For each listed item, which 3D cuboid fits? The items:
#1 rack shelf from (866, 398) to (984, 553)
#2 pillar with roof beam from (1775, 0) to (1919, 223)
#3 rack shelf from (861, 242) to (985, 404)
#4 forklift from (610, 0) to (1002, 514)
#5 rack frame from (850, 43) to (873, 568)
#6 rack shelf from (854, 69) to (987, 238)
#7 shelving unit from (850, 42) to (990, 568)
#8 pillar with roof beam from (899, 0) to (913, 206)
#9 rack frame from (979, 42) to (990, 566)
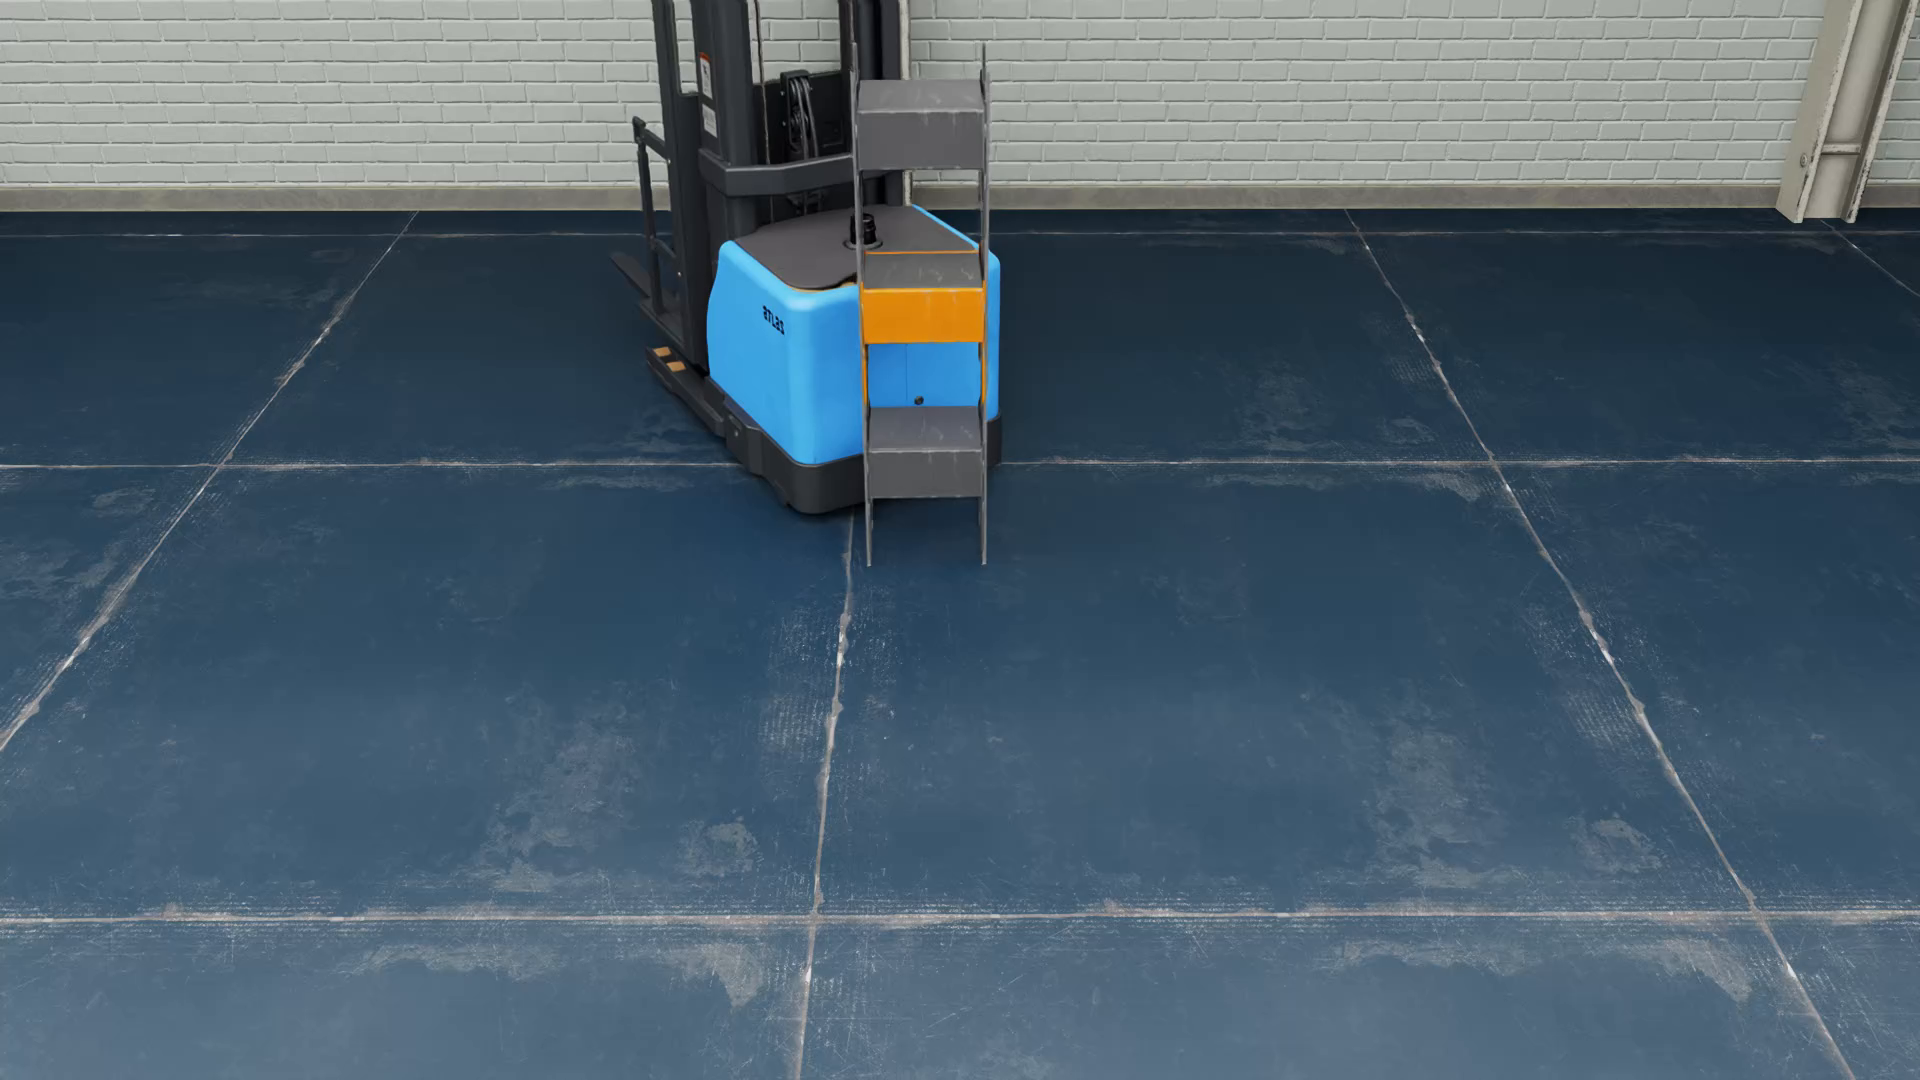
[{"bbox_3d":[-0.147,-0.277,7.057,0.480,0.518,0.431,-1,31,-1],"label":"rack shelf"},{"bbox_3d":[5.525,-3.712,4.693,0.400,9.000,9.100,0,31,0],"label":"pillar with roof beam"},{"bbox_3d":[-0.148,-0.876,6.695,0.480,0.518,0.431,-1,31,-1],"label":"rack shelf"},{"bbox_3d":[-0.971,-2.104,7.892,1.130,2.935,3.031,-16,35,-25],"label":"forklift"},{"bbox_3d":[-0.391,-0.883,6.682,0.015,2.100,0.400,-1,31,-1],"label":"rack frame"},{"bbox_3d":[-0.148,-1.474,6.332,0.480,0.518,0.431,-1,31,-1],"label":"rack shelf"},{"bbox_3d":[-0.148,-0.887,6.687,0.503,2.100,0.431,-1,31,-1],"label":"shelving unit"},{"bbox_3d":[-0.475,-3.694,4.663,0.400,9.000,9.100,0,31,0],"label":"pillar with roof beam"},{"bbox_3d":[0.096,-0.891,6.693,0.015,2.100,0.400,-1,31,-1],"label":"rack frame"}]
